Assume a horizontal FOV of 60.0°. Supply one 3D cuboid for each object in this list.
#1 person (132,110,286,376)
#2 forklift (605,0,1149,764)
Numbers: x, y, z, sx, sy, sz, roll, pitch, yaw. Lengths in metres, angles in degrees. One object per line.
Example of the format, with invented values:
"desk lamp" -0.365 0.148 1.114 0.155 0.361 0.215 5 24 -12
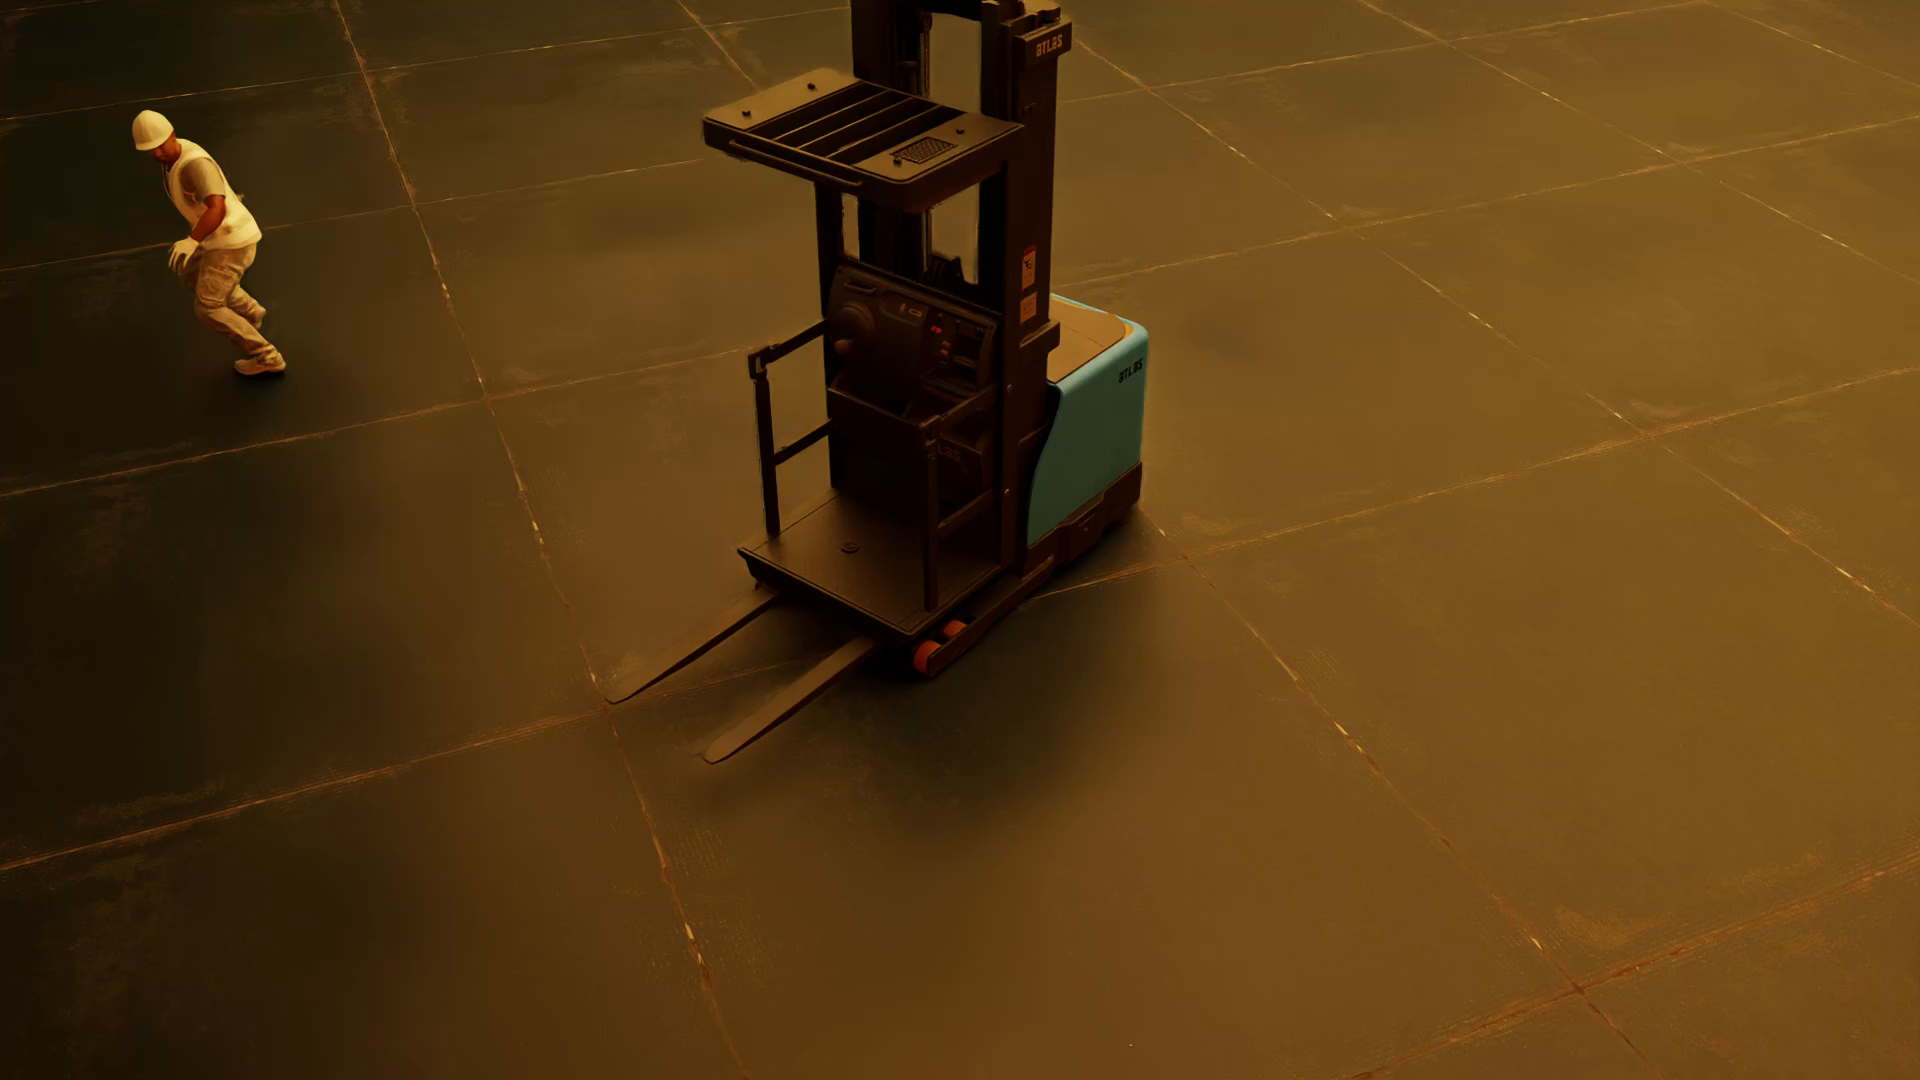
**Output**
"person" -4.407 -1.766 9.798 0.537 1.678 1.057 -17 39 -22
"forklift" -0.355 -0.887 7.346 1.130 2.935 3.031 25 42 30
